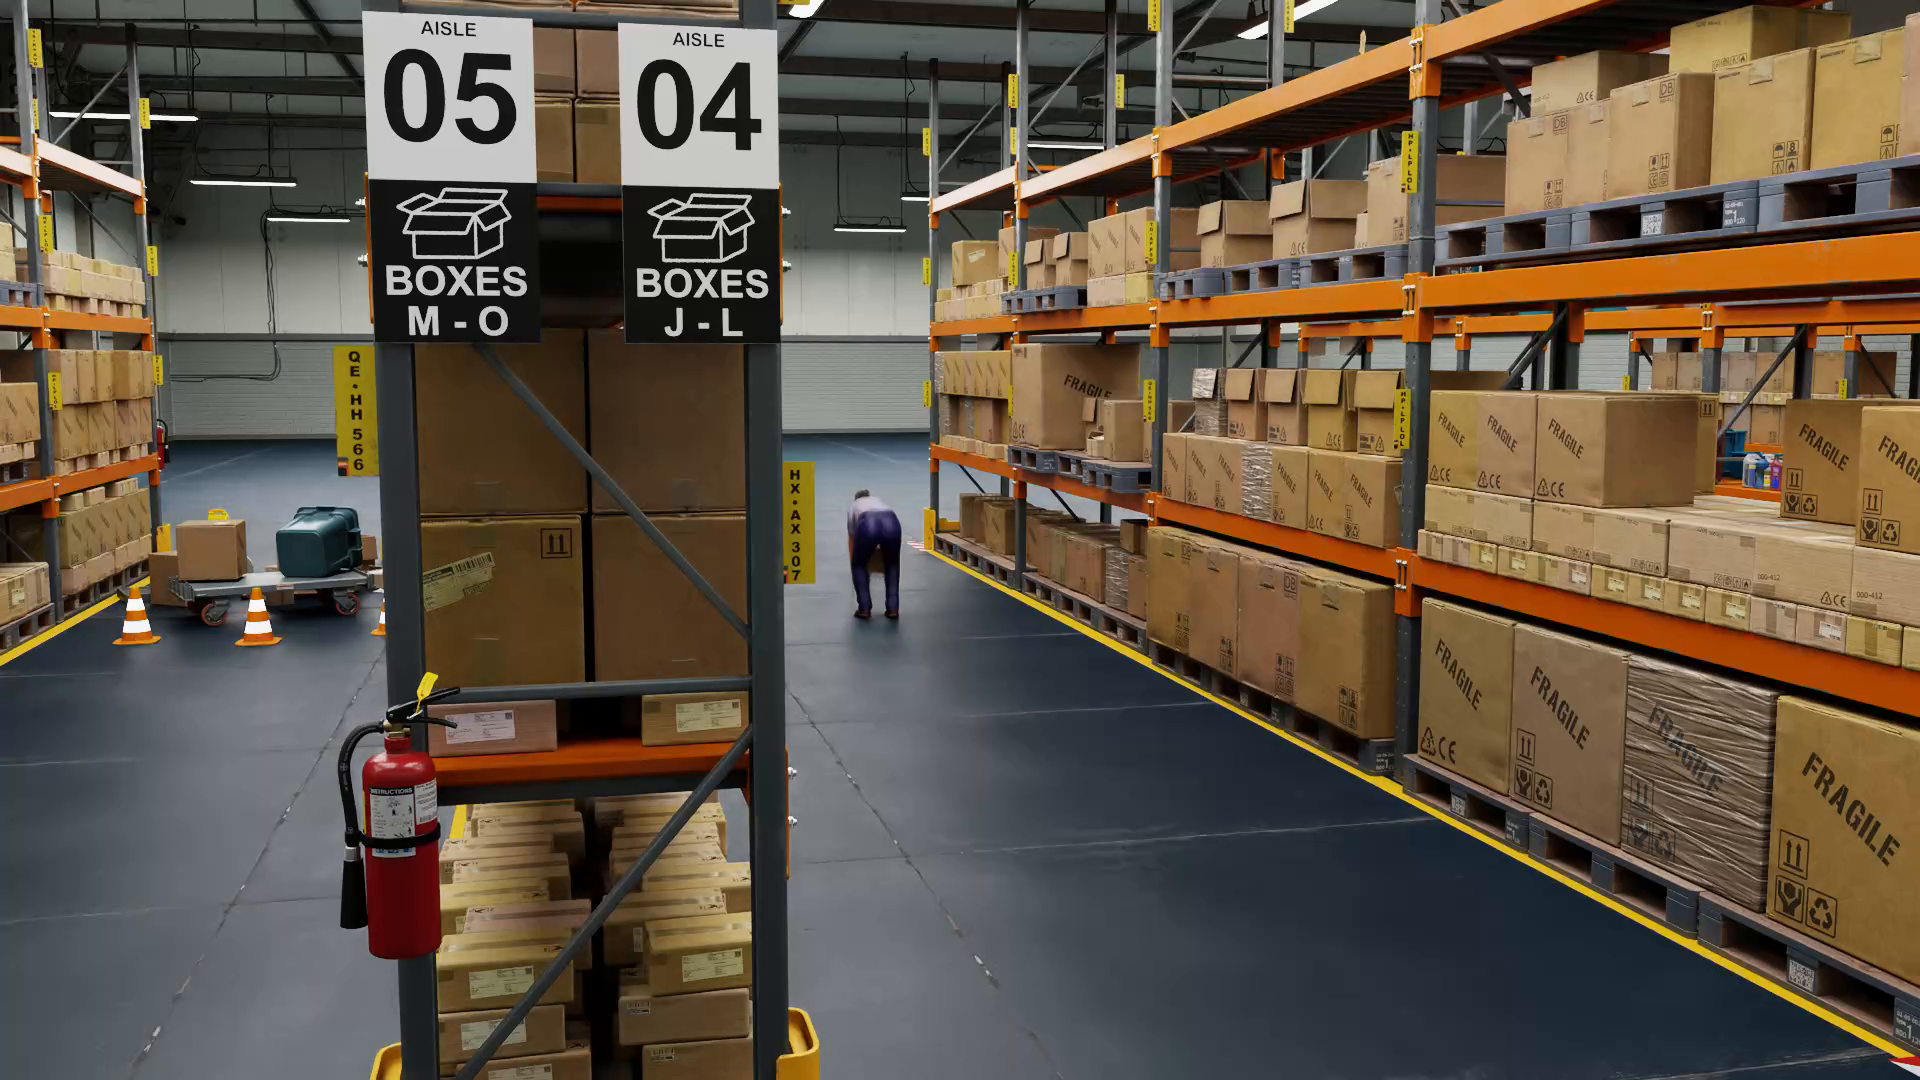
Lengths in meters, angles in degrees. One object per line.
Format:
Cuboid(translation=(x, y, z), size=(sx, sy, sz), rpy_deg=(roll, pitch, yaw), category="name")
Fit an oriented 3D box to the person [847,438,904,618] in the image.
Cuboid(translation=(-0.781, -0.111, 15.244), size=(0.558, 1.651, 0.392), rpy_deg=(-2, 7, -17), category="person")
